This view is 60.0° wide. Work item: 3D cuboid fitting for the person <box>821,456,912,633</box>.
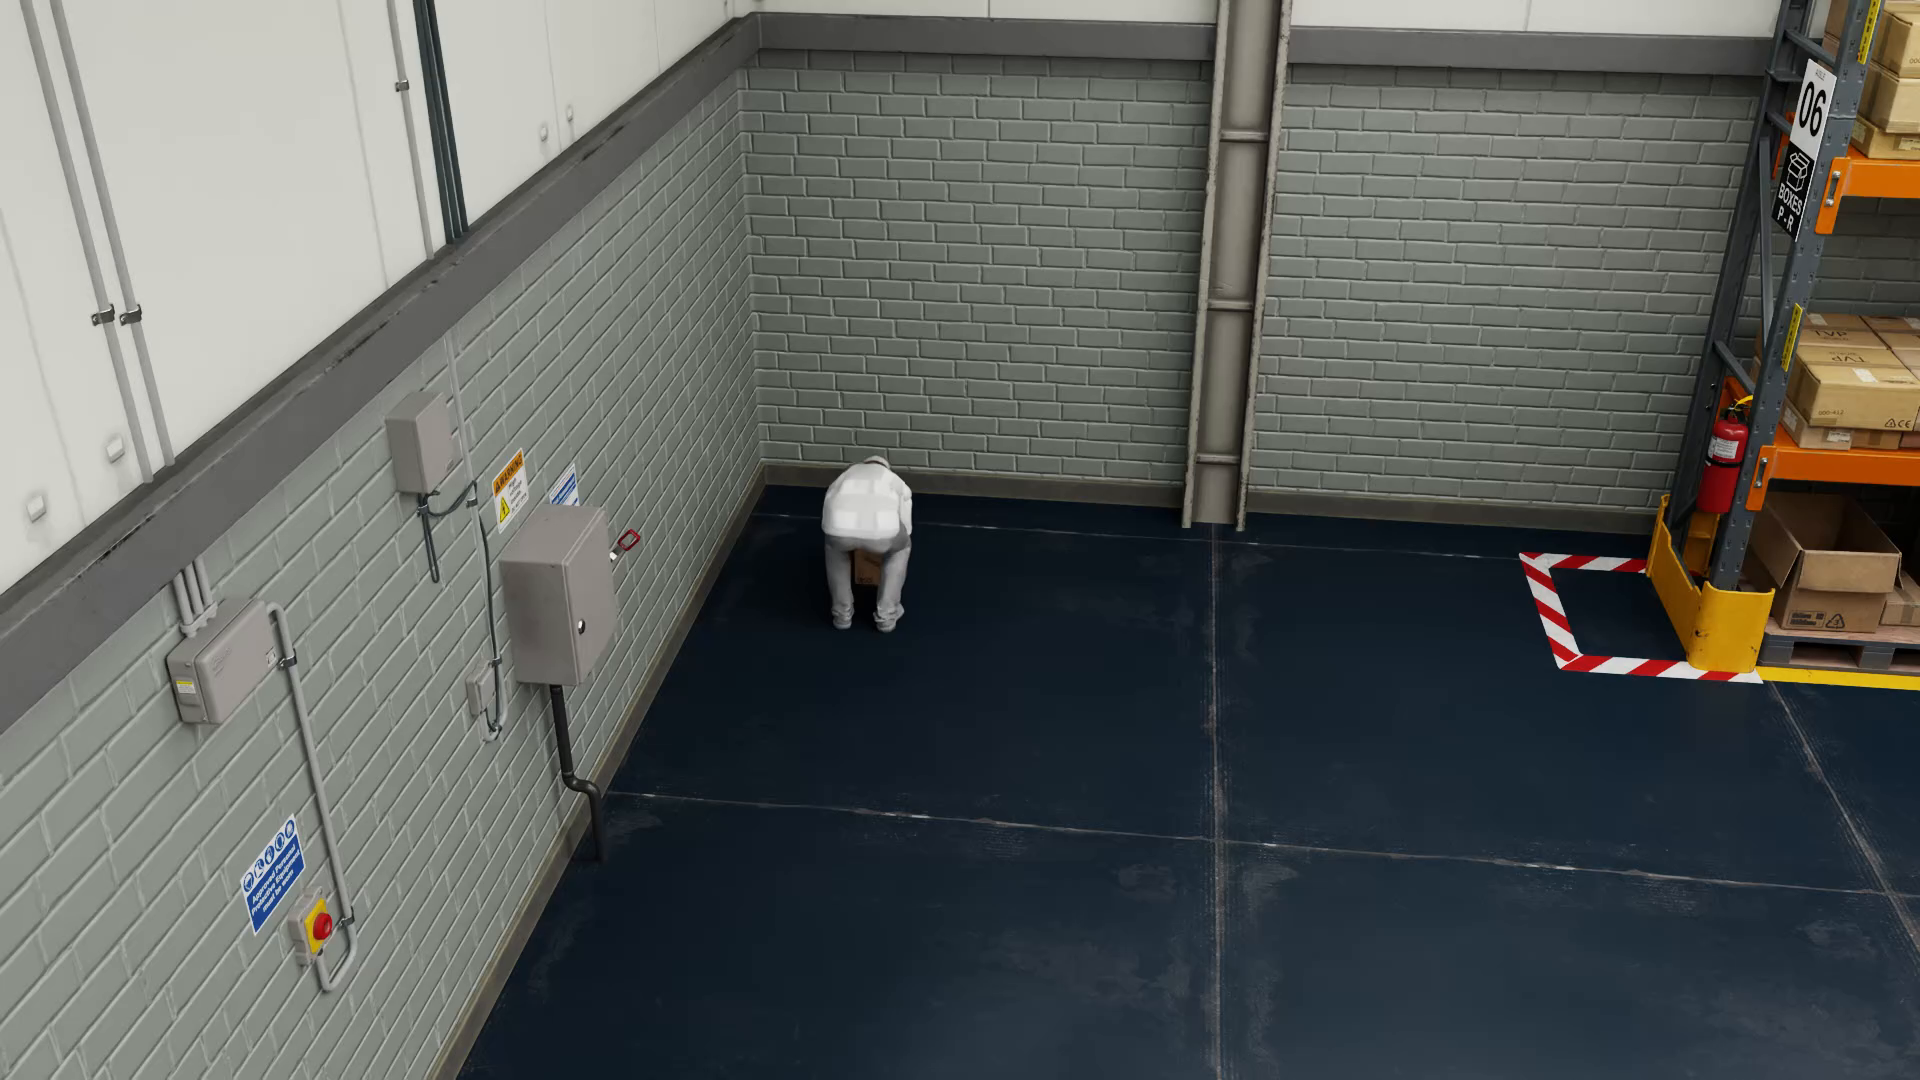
[{"bbox_3d":[-0.531,-0.027,9.554,0.510,0.915,0.976,2,28,4],"label":"person"}]
